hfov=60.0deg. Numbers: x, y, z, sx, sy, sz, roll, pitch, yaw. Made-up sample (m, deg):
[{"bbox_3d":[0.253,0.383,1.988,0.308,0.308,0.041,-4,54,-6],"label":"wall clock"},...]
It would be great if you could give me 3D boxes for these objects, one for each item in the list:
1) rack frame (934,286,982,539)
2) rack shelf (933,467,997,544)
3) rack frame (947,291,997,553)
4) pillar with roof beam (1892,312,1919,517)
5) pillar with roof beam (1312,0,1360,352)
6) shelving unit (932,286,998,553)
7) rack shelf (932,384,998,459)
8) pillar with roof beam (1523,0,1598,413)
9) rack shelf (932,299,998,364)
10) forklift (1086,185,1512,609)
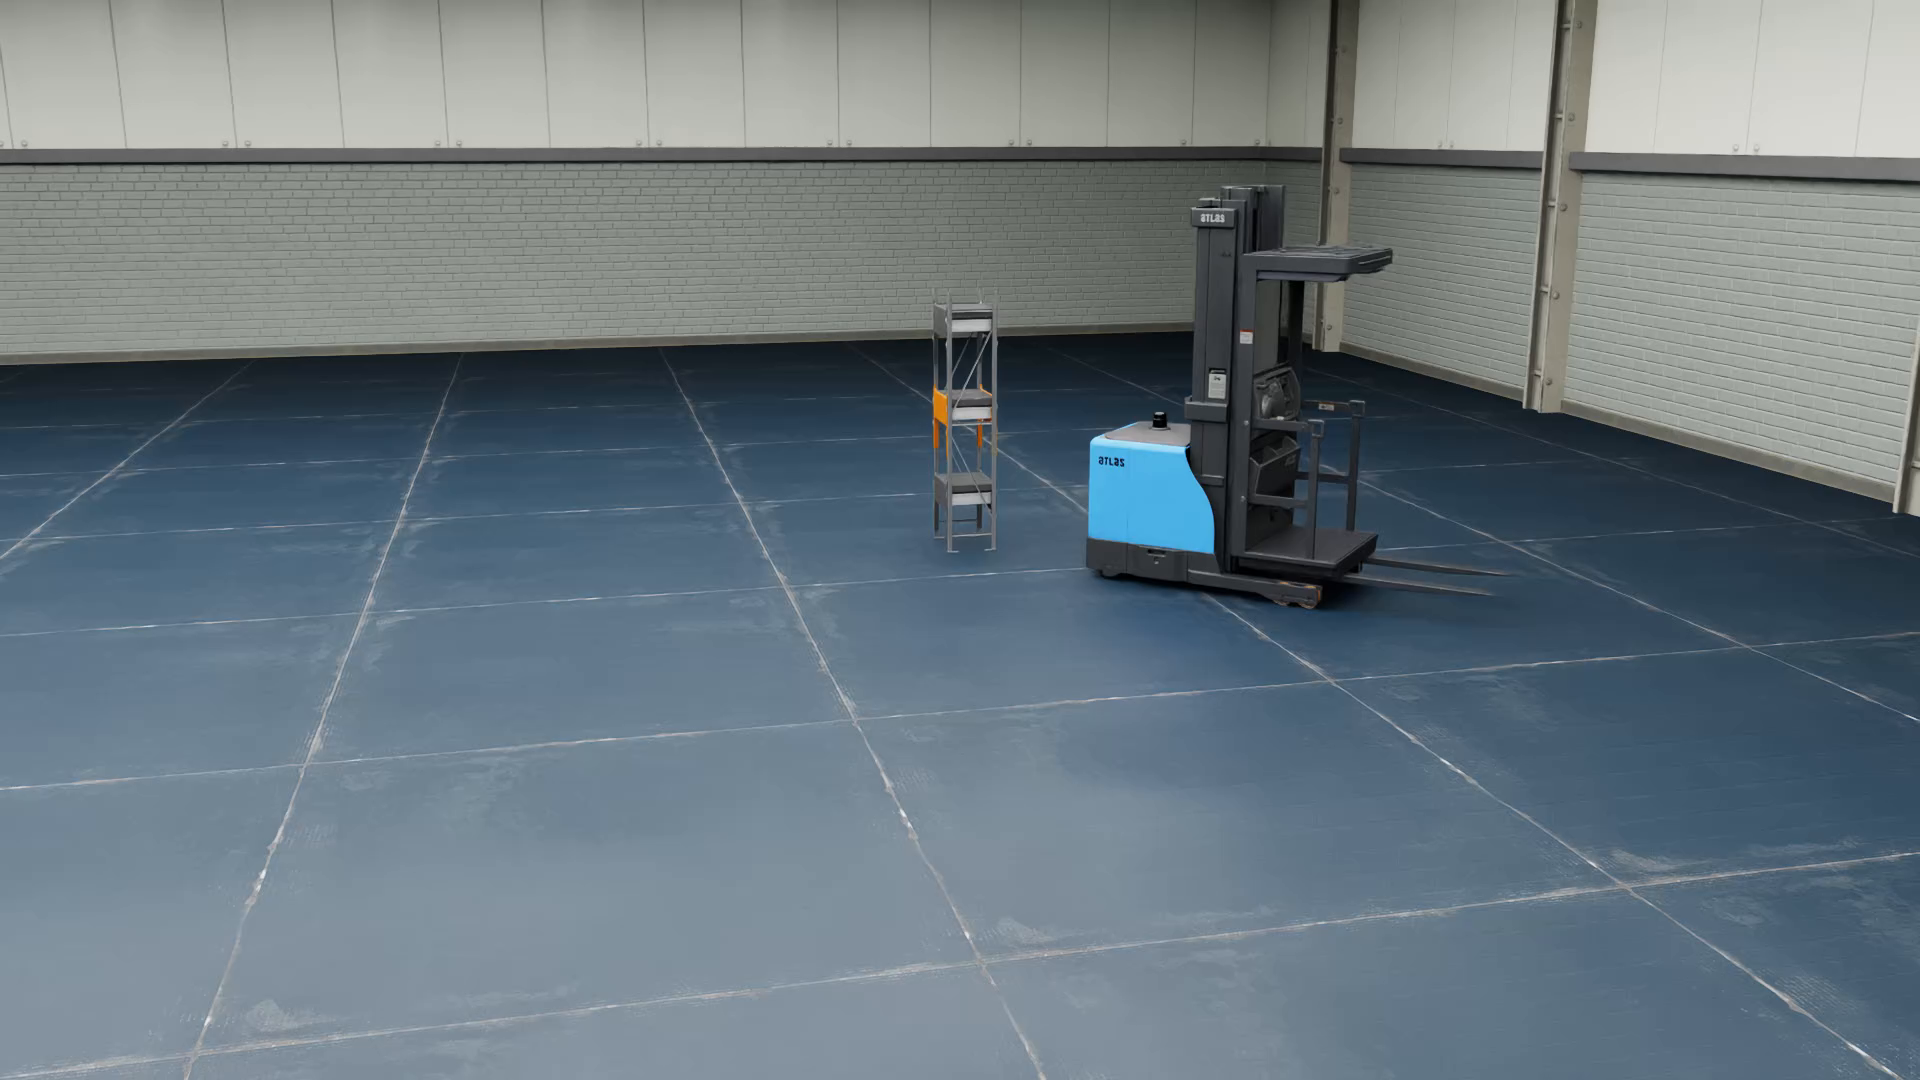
[{"bbox_3d":[-0.018,-1.038,13.752,0.400,2.100,0.015,-3,14,-13],"label":"rack frame"},{"bbox_3d":[0.039,-0.289,13.691,0.431,0.518,0.480,-3,14,-13],"label":"rack shelf"},{"bbox_3d":[0.096,-0.926,13.291,0.400,2.100,0.015,-3,14,-13],"label":"rack frame"},{"bbox_3d":[4.396,-4.348,12.763,9.100,9.000,0.400,-3,14,-13],"label":"pillar with roof beam"},{"bbox_3d":[1.578,-7.116,24.094,9.100,9.000,0.400,-3,14,-13],"label":"pillar with roof beam"},{"bbox_3d":[0.039,-0.982,13.522,0.431,2.100,0.503,-3,14,-13],"label":"shelving unit"},{"bbox_3d":[0.039,-0.969,13.525,0.431,0.518,0.480,-3,14,-13],"label":"rack shelf"},{"bbox_3d":[2.987,-5.732,18.429,9.100,9.000,0.400,-3,14,-13],"label":"pillar with roof beam"},{"bbox_3d":[0.039,-1.649,13.359,0.431,0.518,0.480,-3,14,-13],"label":"rack shelf"},{"bbox_3d":[2.506,-1.075,12.151,3.031,2.935,1.130,8,16,29],"label":"forklift"}]
